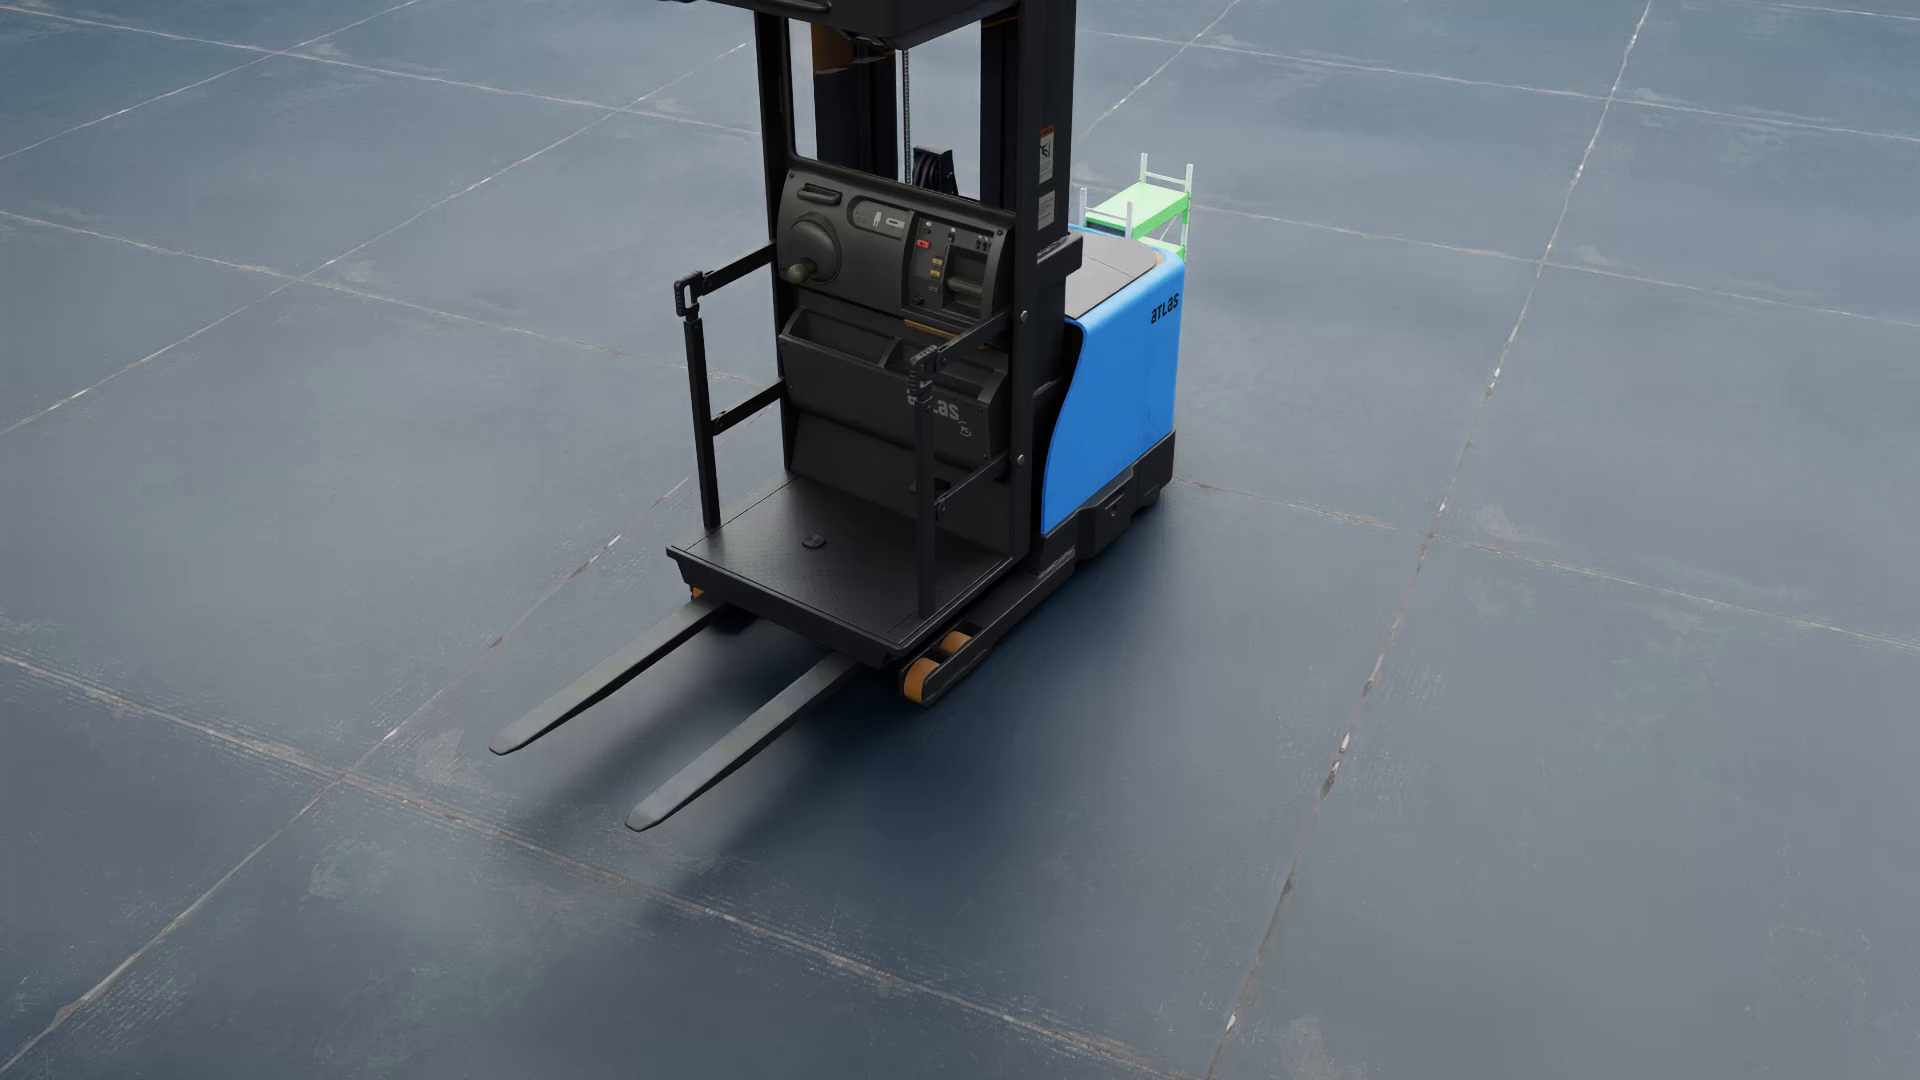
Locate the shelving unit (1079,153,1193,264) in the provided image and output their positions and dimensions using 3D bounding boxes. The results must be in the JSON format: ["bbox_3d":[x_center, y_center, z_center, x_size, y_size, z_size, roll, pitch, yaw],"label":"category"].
[{"bbox_3d":[0.731,-0.993,7.169,0.258,1.200,0.503,21,39,29],"label":"shelving unit"}]

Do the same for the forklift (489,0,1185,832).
[{"bbox_3d":[-0.365,-0.944,5.516,1.130,2.935,3.031,21,39,29],"label":"forklift"}]

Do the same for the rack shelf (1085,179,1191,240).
[{"bbox_3d":[0.731,-1.341,6.941,0.258,0.148,0.480,21,39,29],"label":"rack shelf"}]

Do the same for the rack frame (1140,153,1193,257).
[{"bbox_3d":[0.872,-1.102,7.336,0.240,1.200,0.015,21,39,29],"label":"rack frame"}]

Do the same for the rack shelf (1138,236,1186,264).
[{"bbox_3d":[0.731,-1.140,7.073,0.258,0.148,0.480,21,39,29],"label":"rack shelf"}]

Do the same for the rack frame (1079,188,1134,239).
[{"bbox_3d":[0.590,-0.883,7.003,0.240,1.200,0.015,21,39,29],"label":"rack frame"}]
